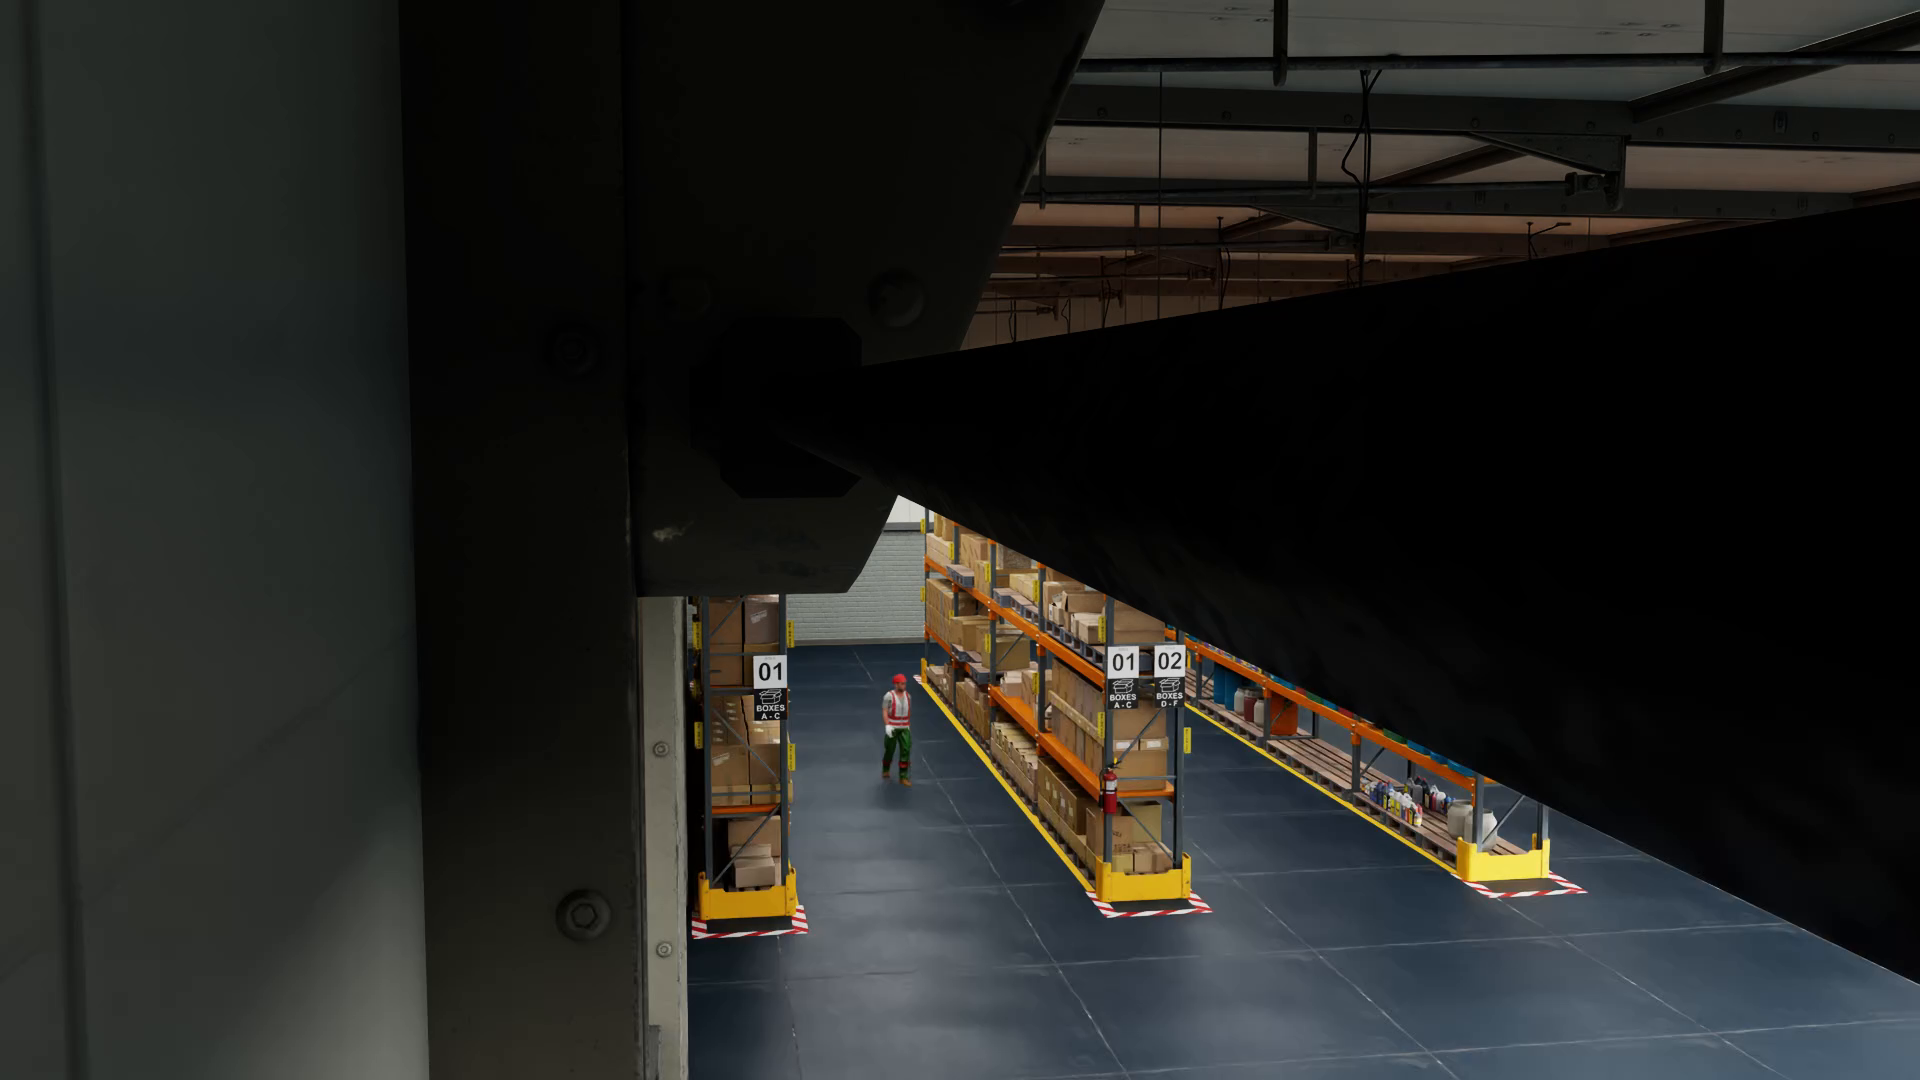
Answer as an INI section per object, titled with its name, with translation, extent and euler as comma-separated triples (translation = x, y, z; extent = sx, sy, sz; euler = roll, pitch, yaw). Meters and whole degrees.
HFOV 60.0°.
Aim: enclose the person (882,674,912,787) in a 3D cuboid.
[person]
translation = -1.009, 3.079, 27.076
extent = 0.632, 1.782, 0.808
euler = -4, 6, -35
